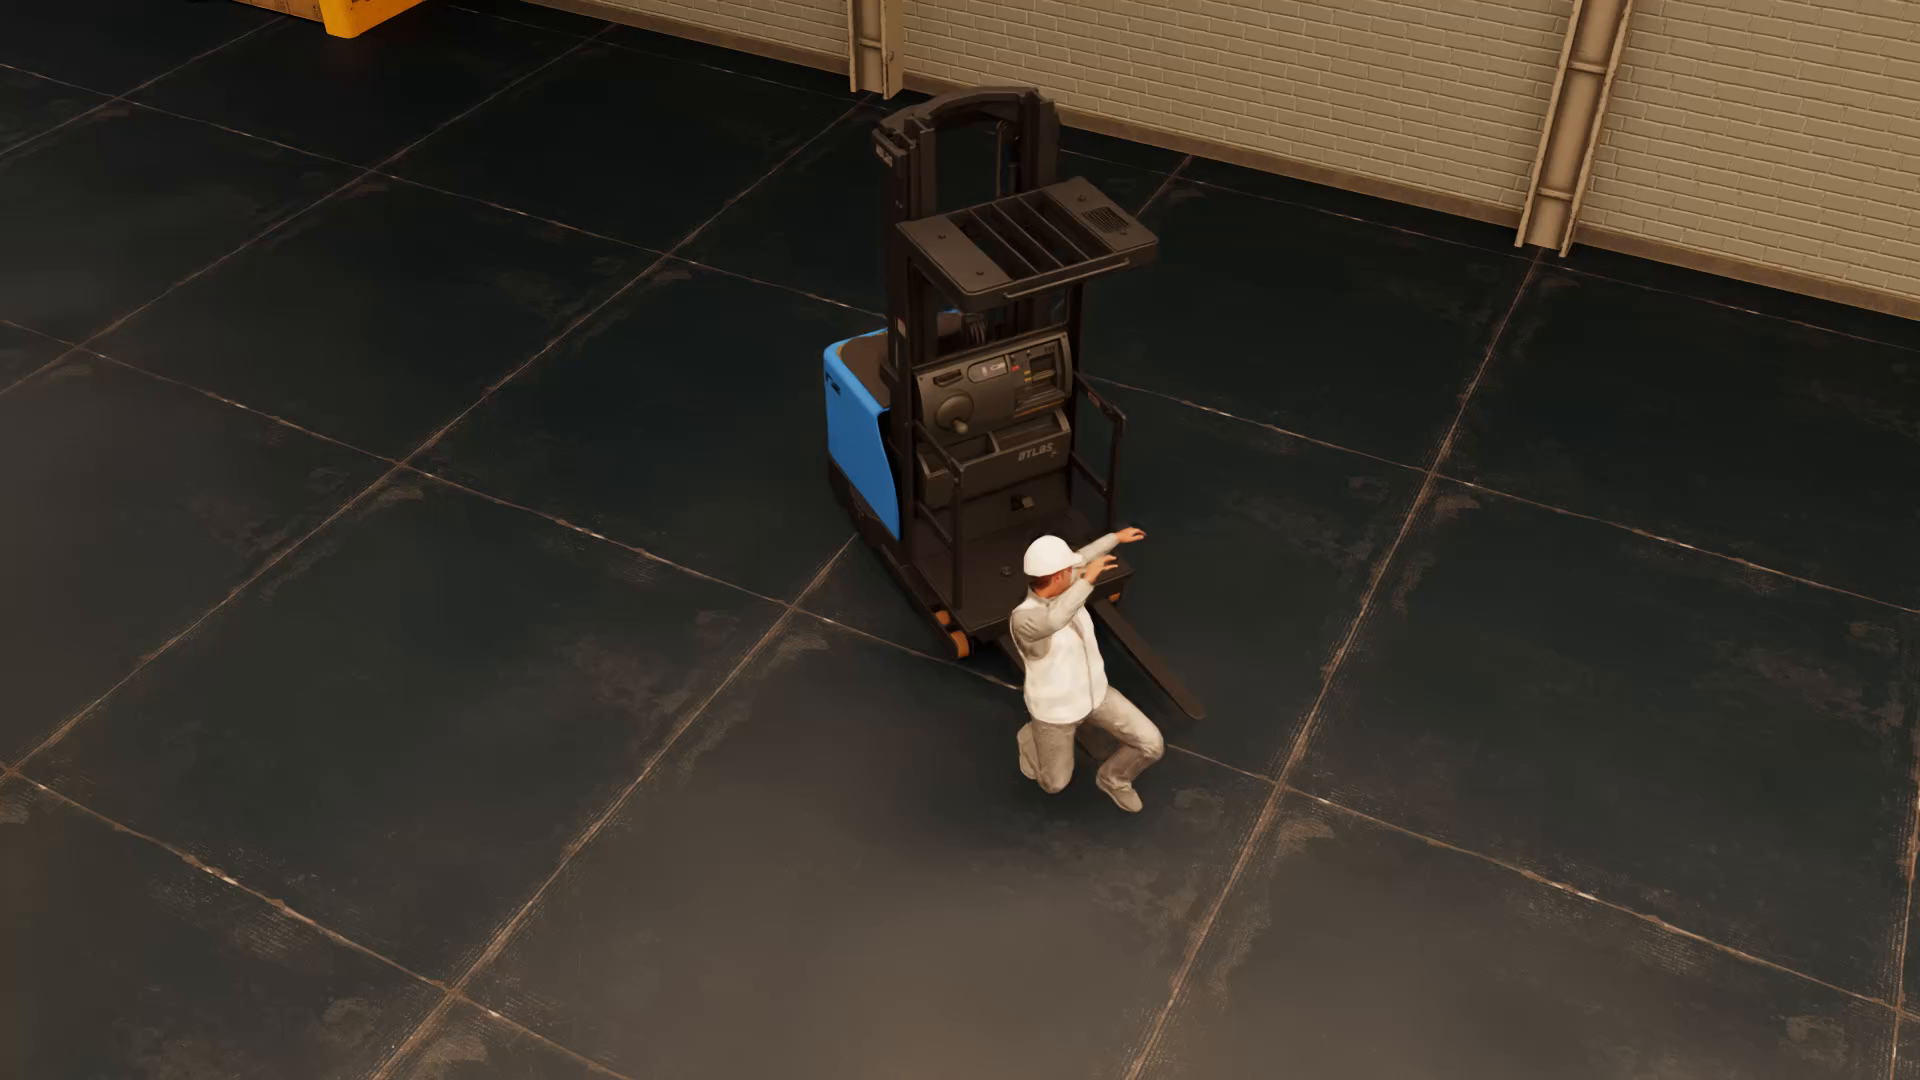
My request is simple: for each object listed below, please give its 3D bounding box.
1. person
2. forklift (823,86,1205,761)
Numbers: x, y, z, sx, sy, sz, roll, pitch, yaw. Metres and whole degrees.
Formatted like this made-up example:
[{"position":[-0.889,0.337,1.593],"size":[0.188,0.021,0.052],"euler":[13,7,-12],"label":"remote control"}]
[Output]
[{"position":[0.781,0.611,8.276],"size":[1.055,1.516,0.882],"euler":[-31,49,-32],"label":"person"},{"position":[0.296,-0.775,8.907],"size":[1.130,2.935,3.031],"euler":[-19,44,-21],"label":"forklift"}]
